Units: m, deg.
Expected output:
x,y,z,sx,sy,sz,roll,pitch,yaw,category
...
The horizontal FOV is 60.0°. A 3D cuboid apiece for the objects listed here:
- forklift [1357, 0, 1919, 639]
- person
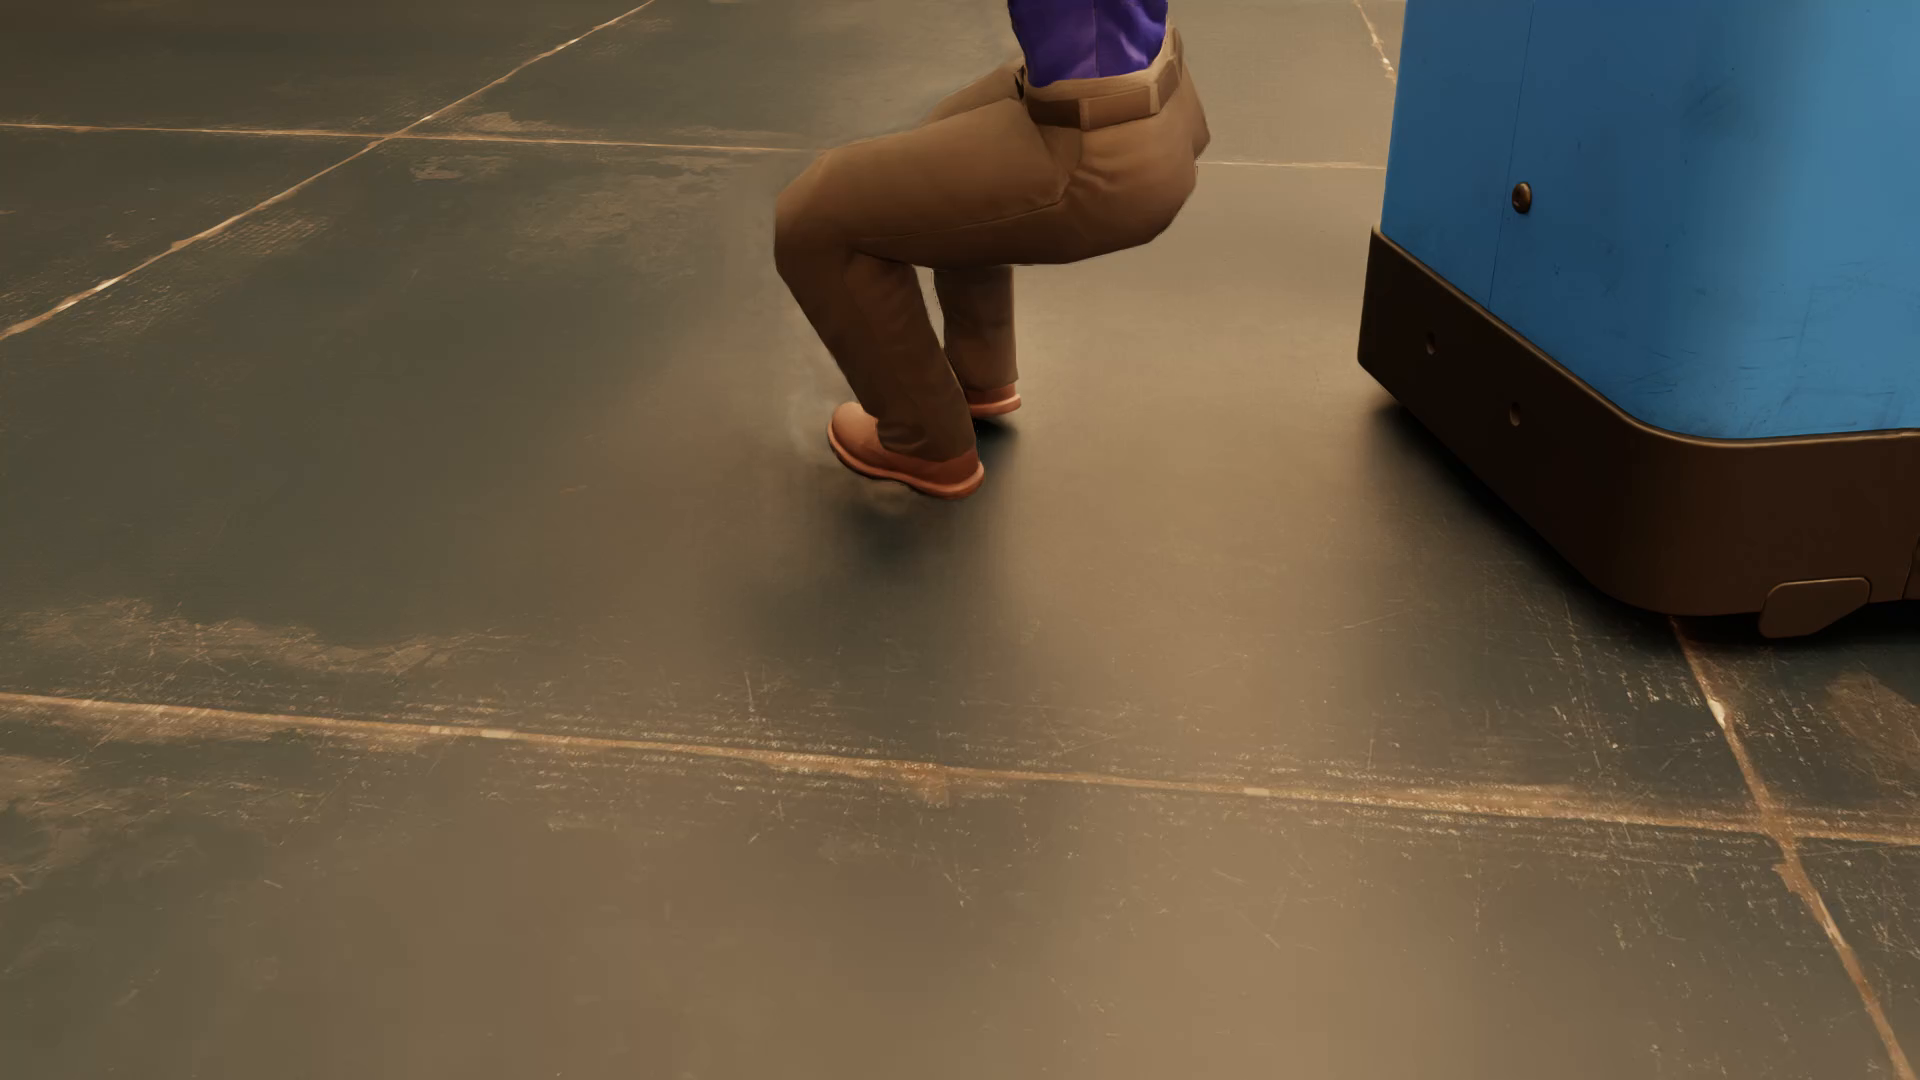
x,y,z,sx,sy,sz,roll,pitch,yaw,category
2.275,-1.476,2.176,3.031,2.935,1.130,-4,27,-8,forklift
-0.032,-0.545,2.134,0.682,1.347,1.414,6,27,11,person
